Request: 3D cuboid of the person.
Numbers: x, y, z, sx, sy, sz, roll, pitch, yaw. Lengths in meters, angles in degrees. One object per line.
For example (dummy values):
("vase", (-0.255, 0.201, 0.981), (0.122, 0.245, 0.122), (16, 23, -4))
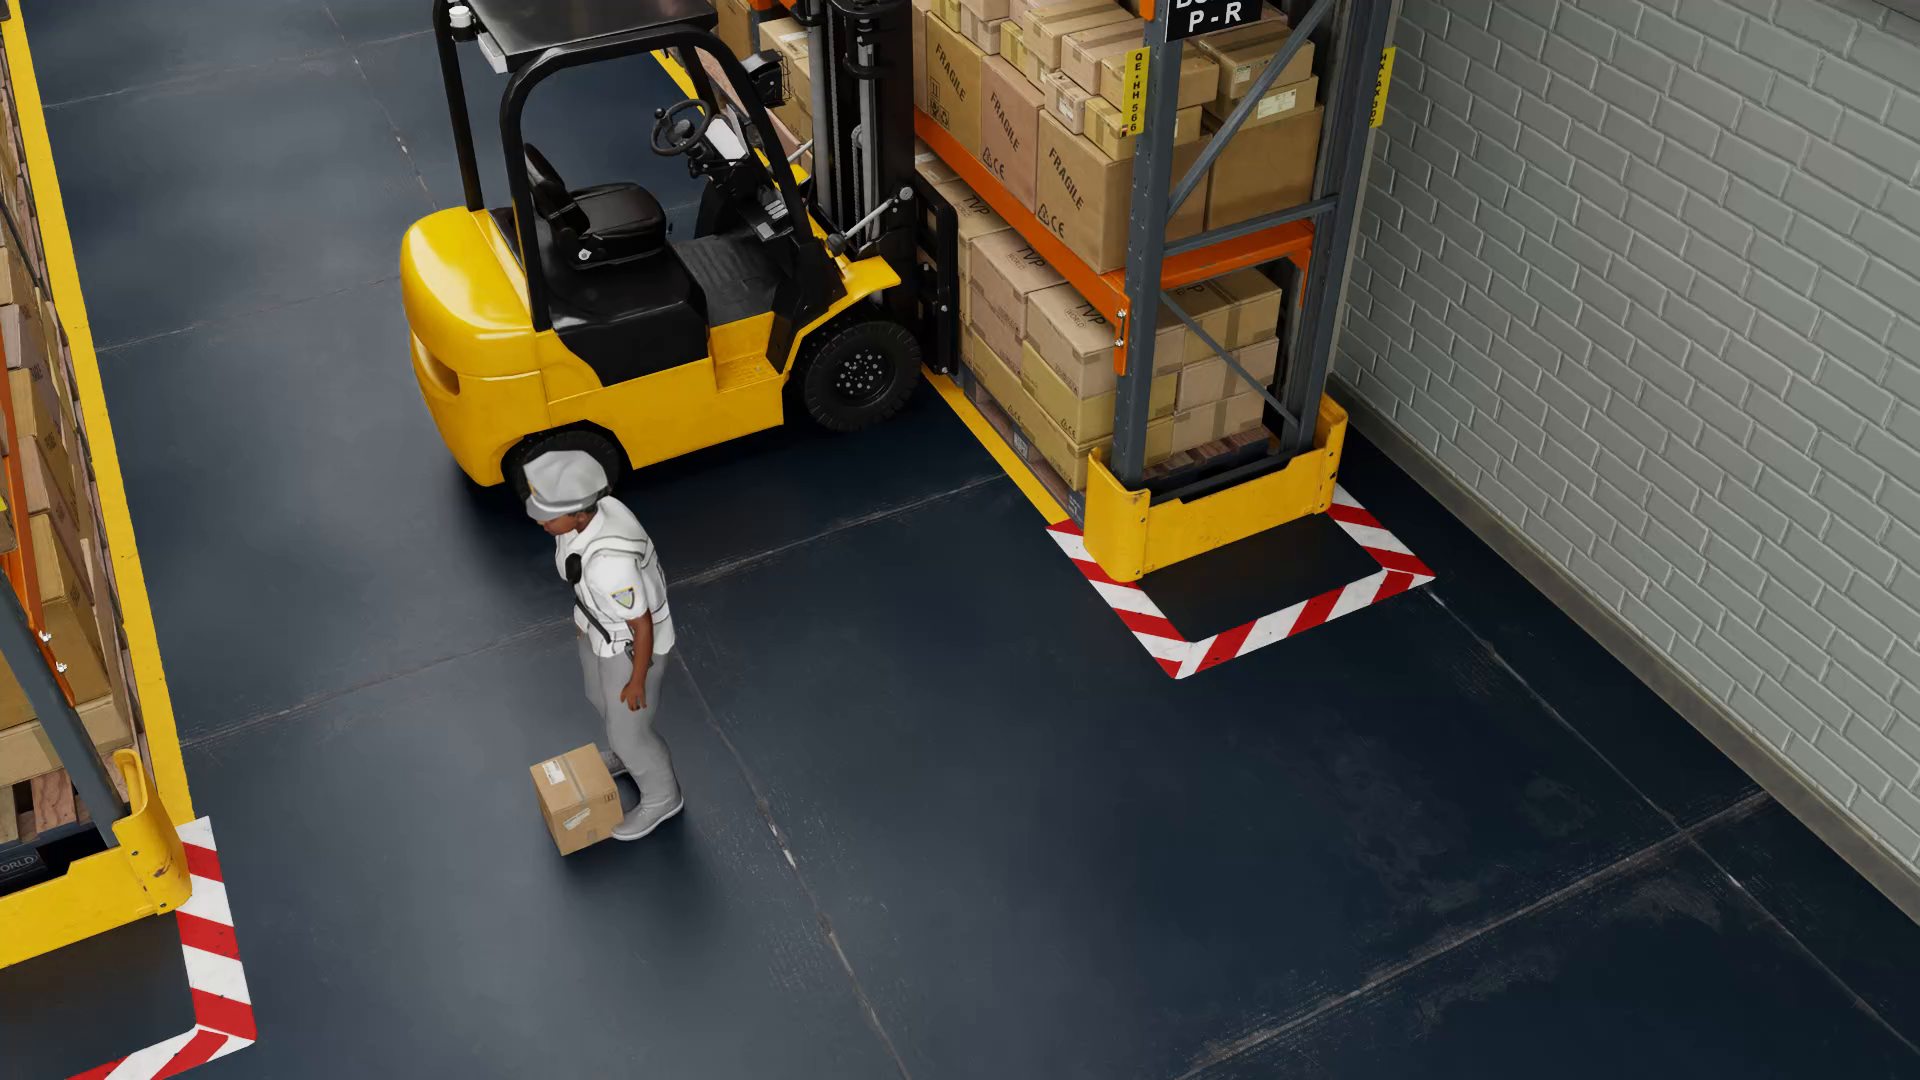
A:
("person", (-1.203, 0.351, 5.763), (0.395, 1.658, 0.522), (-21, 46, -22))
